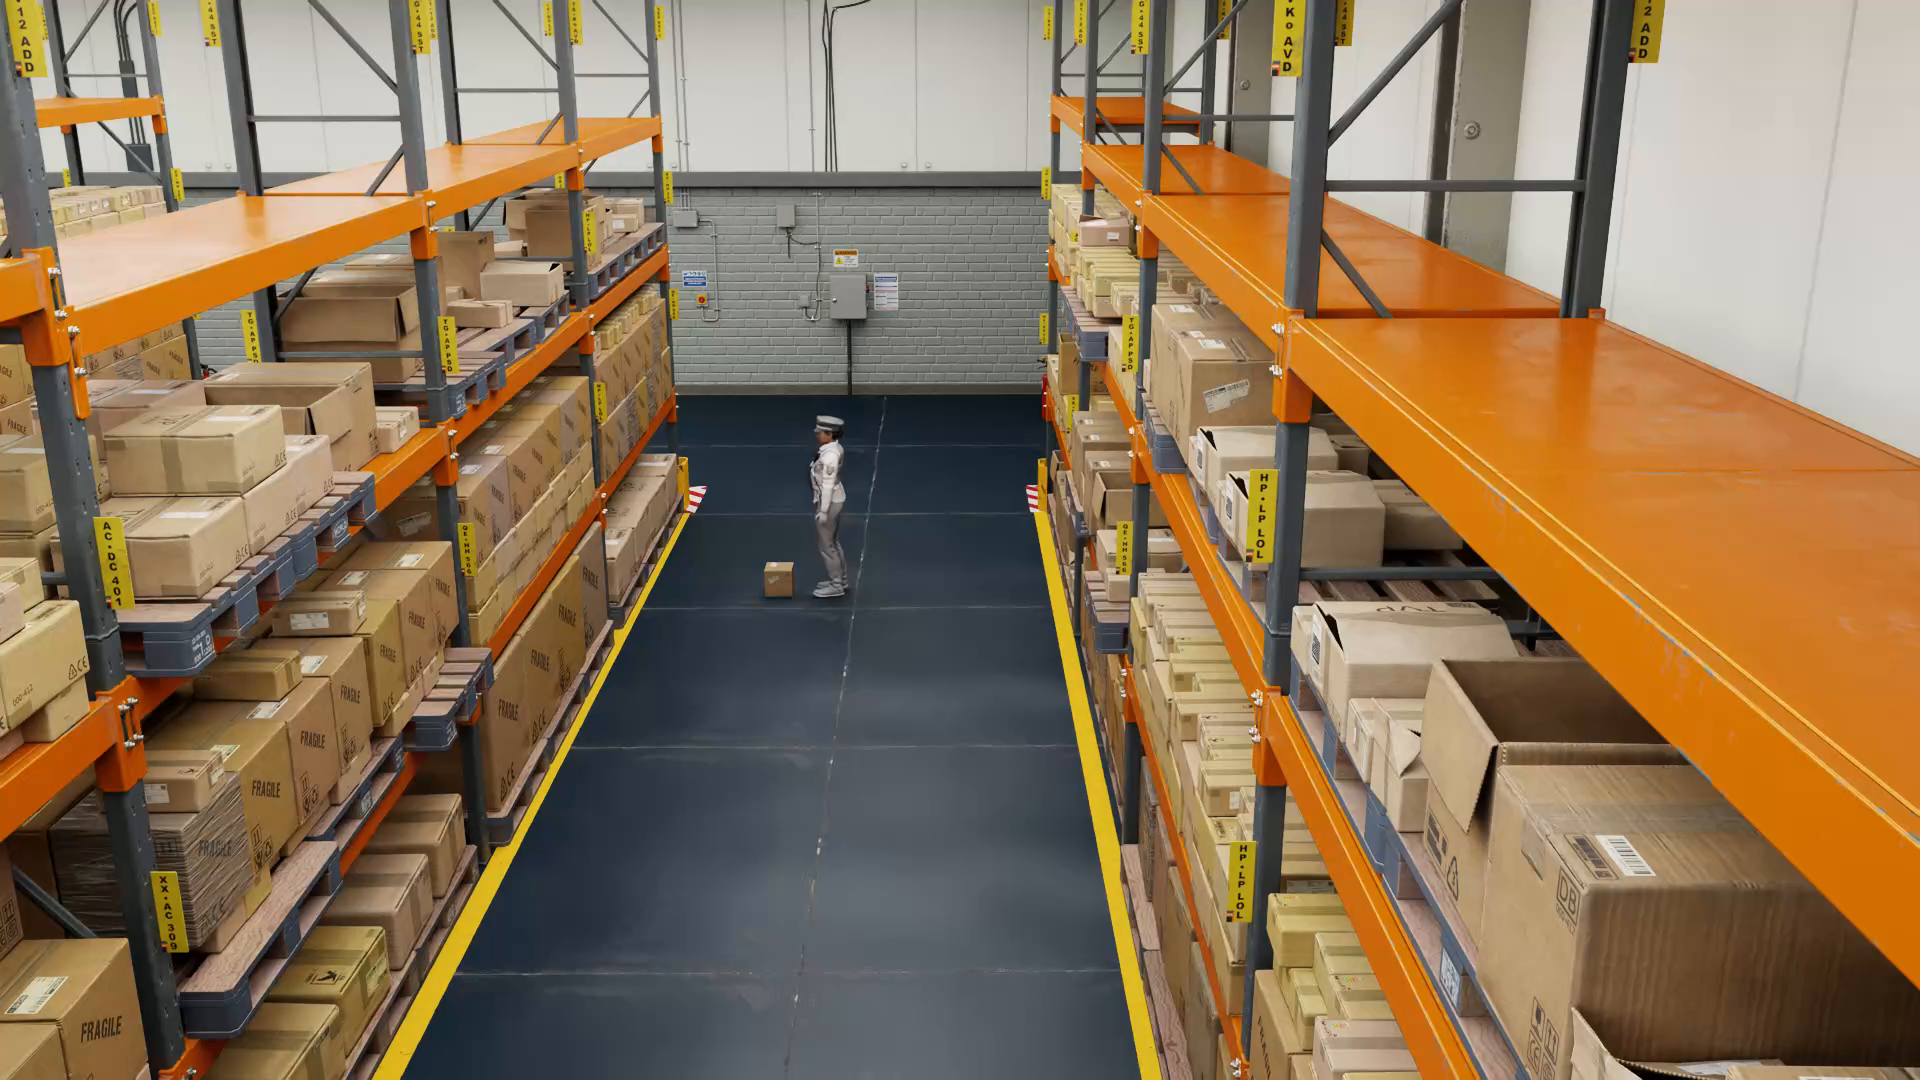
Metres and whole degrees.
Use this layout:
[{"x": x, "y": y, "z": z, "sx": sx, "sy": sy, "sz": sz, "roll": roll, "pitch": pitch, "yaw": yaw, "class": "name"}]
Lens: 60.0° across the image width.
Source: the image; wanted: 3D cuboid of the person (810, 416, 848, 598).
[{"x": -1.187, "y": -0.314, "z": 15.077, "sx": 0.306, "sy": 1.669, "sz": 0.361, "roll": 0, "pitch": 17, "yaw": 0, "class": "person"}]
